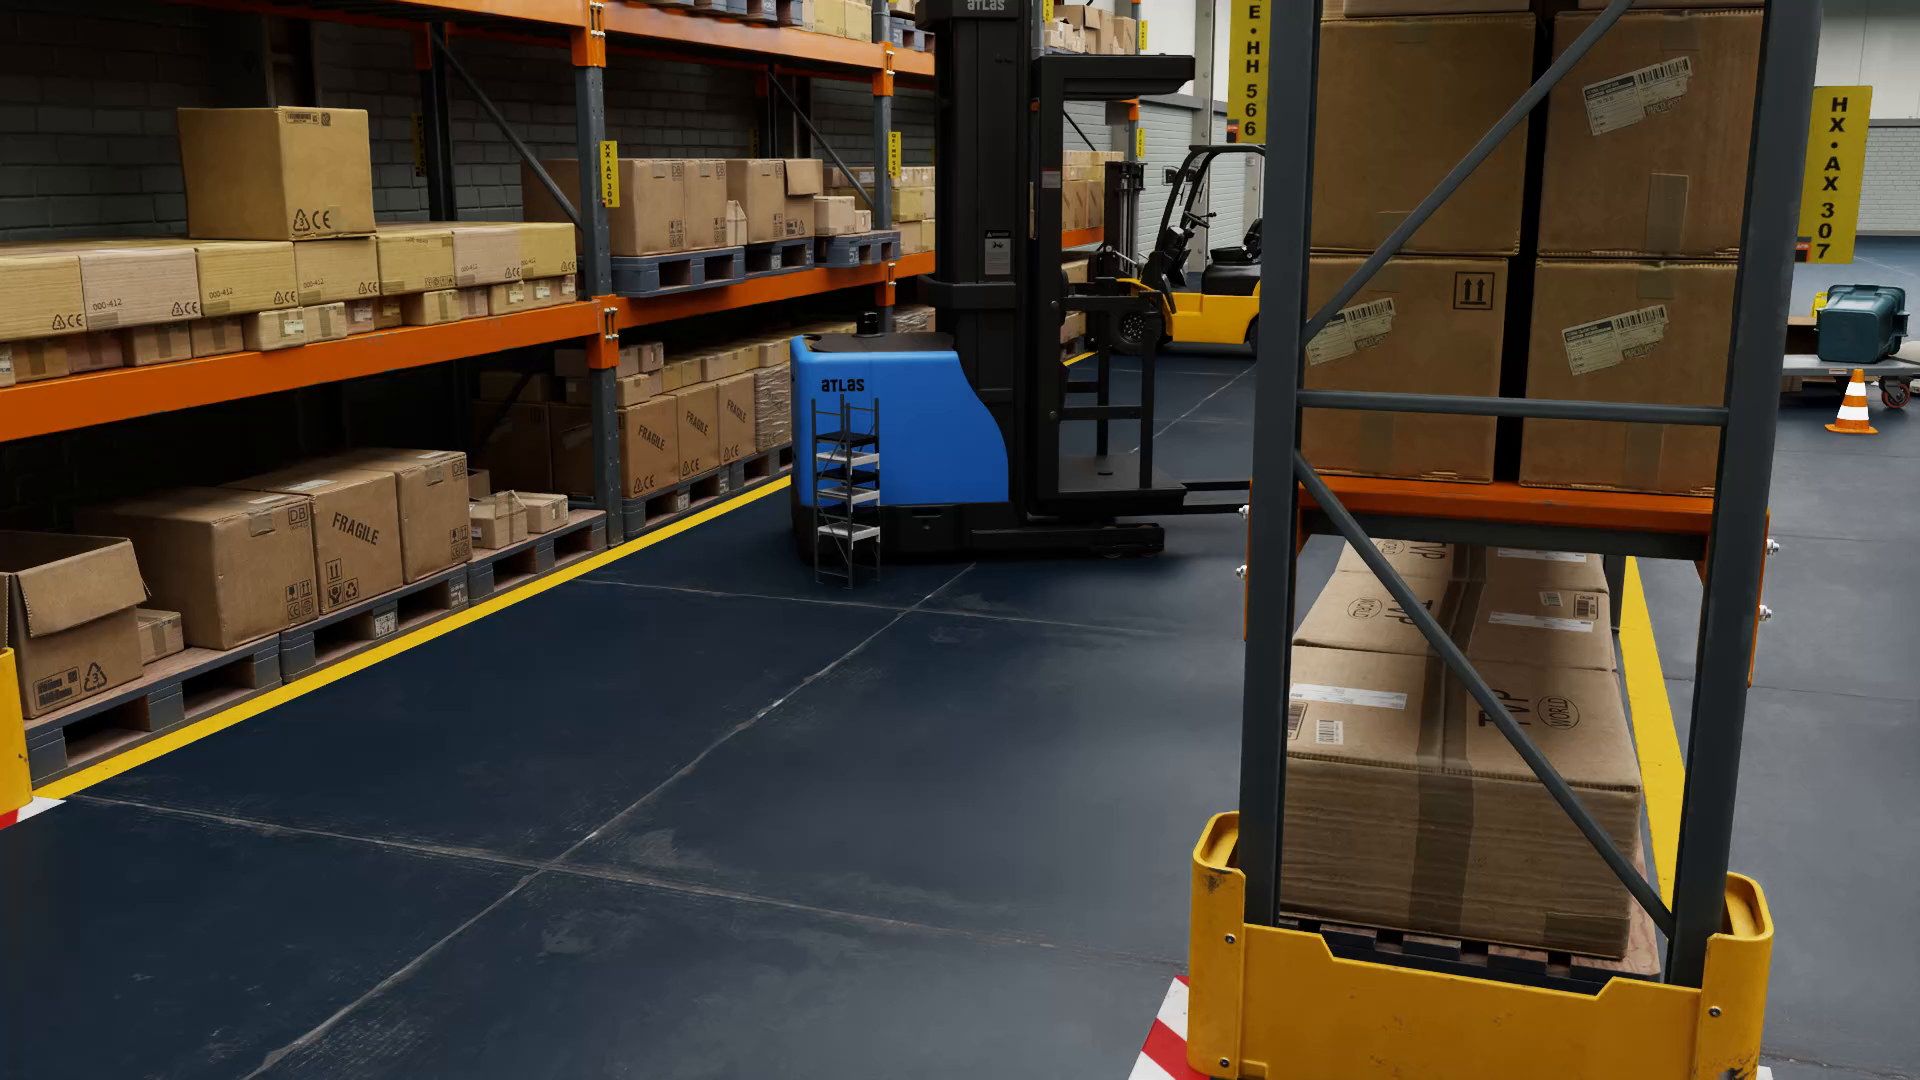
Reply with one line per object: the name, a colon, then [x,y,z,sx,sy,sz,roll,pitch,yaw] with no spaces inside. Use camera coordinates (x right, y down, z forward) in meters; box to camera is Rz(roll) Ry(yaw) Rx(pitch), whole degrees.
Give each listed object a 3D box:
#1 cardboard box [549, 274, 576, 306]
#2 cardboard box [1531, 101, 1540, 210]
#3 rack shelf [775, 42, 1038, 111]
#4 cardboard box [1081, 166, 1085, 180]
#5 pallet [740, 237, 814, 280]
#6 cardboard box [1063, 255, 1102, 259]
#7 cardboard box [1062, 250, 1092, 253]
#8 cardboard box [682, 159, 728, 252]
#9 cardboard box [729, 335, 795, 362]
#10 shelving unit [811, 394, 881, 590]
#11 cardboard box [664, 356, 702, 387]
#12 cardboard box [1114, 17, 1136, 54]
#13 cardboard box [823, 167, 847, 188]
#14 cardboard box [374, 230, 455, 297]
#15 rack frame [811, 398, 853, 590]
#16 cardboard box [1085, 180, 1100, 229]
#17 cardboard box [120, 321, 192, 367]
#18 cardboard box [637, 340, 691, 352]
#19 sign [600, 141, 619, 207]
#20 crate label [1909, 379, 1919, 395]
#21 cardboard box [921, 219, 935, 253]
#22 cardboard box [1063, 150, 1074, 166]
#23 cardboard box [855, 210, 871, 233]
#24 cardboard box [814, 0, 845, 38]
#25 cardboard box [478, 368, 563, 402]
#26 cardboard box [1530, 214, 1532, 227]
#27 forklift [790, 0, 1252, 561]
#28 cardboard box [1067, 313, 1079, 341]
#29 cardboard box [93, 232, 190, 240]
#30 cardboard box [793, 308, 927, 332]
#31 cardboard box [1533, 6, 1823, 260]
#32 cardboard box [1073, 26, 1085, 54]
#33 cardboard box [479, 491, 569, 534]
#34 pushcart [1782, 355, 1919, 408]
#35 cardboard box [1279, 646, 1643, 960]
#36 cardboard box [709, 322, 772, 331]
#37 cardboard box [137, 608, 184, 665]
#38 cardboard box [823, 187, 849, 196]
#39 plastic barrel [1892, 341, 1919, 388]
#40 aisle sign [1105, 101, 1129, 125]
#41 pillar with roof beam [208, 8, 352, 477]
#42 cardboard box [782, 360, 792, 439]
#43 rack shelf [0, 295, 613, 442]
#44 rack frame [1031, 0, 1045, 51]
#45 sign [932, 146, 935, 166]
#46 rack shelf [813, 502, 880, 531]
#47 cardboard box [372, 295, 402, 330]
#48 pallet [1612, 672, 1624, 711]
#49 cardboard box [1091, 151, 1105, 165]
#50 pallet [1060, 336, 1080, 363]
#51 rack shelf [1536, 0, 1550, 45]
cardboard box: [-2.153,-1.256,8.314,0.380,0.149,0.250,5,14,19]
cardboard box: [2.026,-1.560,6.612,0.500,0.500,0.500,4,14,19]
rack shelf: [-0.347,-3.839,13.941,1.077,0.370,4.000,4,14,18]
cardboard box: [1.093,-3.829,17.339,0.380,0.149,0.250,4,13,17]
pallet: [-1.619,-1.802,10.576,1.003,0.211,1.213,4,14,18]
cardboard box: [1.427,-3.008,18.413,0.500,0.250,0.500,5,14,19]
cardboard box: [1.259,-3.254,19.494,0.500,0.250,0.500,4,13,18]
cardboard box: [-1.753,-1.912,9.455,0.700,0.500,0.500,5,14,19]
cardboard box: [-1.309,-1.269,11.023,0.380,0.149,0.250,4,13,18]
shelving unit: [-0.546,-0.234,7.990,0.258,0.900,0.210,10,16,37]
cardboard box: [-1.756,-1.000,9.843,0.380,0.149,0.250,4,13,17]
cardboard box: [1.681,-5.644,18.842,0.500,0.500,0.500,5,14,20]
cardboard box: [-1.081,-2.754,12.630,0.380,0.149,0.250,5,14,20]
cardboard box: [-2.545,-1.200,7.174,0.500,0.250,0.500,4,14,18]
rack frame: [-0.609,-0.216,7.912,0.240,0.900,0.006,10,16,37]
cardboard box: [1.189,-3.593,17.766,0.500,0.500,0.500,4,14,19]
cardboard box: [-2.987,-0.712,5.931,0.380,0.149,0.250,5,14,20]
cardboard box: [-1.953,-1.191,10.681,0.380,0.149,0.250,4,13,16]
sign: [-1.773,-1.848,8.399,0.100,0.325,0.005,4,14,18]
crate label: [8.414,-1.317,14.450,0.298,0.136,0.250,-5,14,-21]
cardboard box: [-0.452,-2.414,13.161,0.500,0.250,0.500,4,13,17]
cardboard box: [0.937,-3.867,16.837,0.380,0.149,0.250,5,14,20]
cardboard box: [-0.844,-2.222,11.604,0.380,0.149,0.250,5,14,19]
cardboard box: [-1.093,-3.464,11.019,0.500,0.250,0.500,4,14,19]
cardboard box: [-2.443,-0.864,9.249,0.380,0.149,0.250,4,13,16]
cardboard box: [2.340,-0.931,6.101,0.500,0.500,0.500,4,13,17]
forklift: [0.621,-1.449,8.749,3.031,2.935,1.130,-2,13,-8]
cardboard box: [0.919,-2.198,17.114,0.500,0.250,0.500,4,13,17]
cardboard box: [-3.183,-1.132,6.874,0.500,0.250,0.500,4,14,18]
cardboard box: [-0.780,-1.483,13.138,0.875,0.625,0.625,5,14,20]
cardboard box: [1.540,-0.882,3.638,0.500,0.500,0.500,4,13,17]
cardboard box: [1.067,-5.089,16.936,0.396,0.266,0.258,4,13,17]
cardboard box: [-2.191,-0.140,8.324,0.380,0.149,0.250,4,13,17]
pushcart: [7.171,-1.359,14.096,1.648,0.377,0.936,0,13,-1]
cardboard box: [1.234,0.633,4.286,0.875,0.438,0.875,4,13,16]
cardboard box: [-1.569,-1.467,11.890,0.380,0.149,0.250,5,14,20]
cardboard box: [-3.121,0.355,6.154,0.380,0.149,0.250,4,13,16]
cardboard box: [-1.112,-2.591,12.813,0.500,0.250,0.500,5,14,20]
plastic barrel: [8.630,-1.550,14.826,0.421,0.421,0.512,-8,15,-30]
aisle sign: [1.893,-5.250,19.408,0.394,0.787,0.004,4,14,18]
pillar with roof beam: [0.707,-3.997,6.276,9.100,9.000,0.400,4,14,18]
cardboard box: [-1.267,-0.972,11.181,0.500,0.500,0.500,5,14,21]
rack shelf: [-2.936,-0.692,6.895,1.077,0.370,4.000,4,14,18]
rack frame: [0.300,-6.073,15.372,1.000,3.000,0.127,4,14,18]
sign: [-0.226,-3.648,16.108,0.100,0.325,0.005,4,14,18]
rack shelf: [-0.546,-0.114,8.017,0.258,0.077,0.200,10,16,37]
cardboard box: [-2.634,-0.988,7.139,0.380,0.149,0.250,5,14,19]
pallet: [1.696,0.665,5.602,1.003,0.211,1.213,4,14,18]
cardboard box: [1.359,-4.134,18.007,0.380,0.149,0.250,5,14,20]
pallet: [0.597,-1.953,17.070,1.003,0.211,1.213,4,14,18]
rack shelf: [3.056,-2.640,8.689,1.077,0.370,4.000,4,14,18]
